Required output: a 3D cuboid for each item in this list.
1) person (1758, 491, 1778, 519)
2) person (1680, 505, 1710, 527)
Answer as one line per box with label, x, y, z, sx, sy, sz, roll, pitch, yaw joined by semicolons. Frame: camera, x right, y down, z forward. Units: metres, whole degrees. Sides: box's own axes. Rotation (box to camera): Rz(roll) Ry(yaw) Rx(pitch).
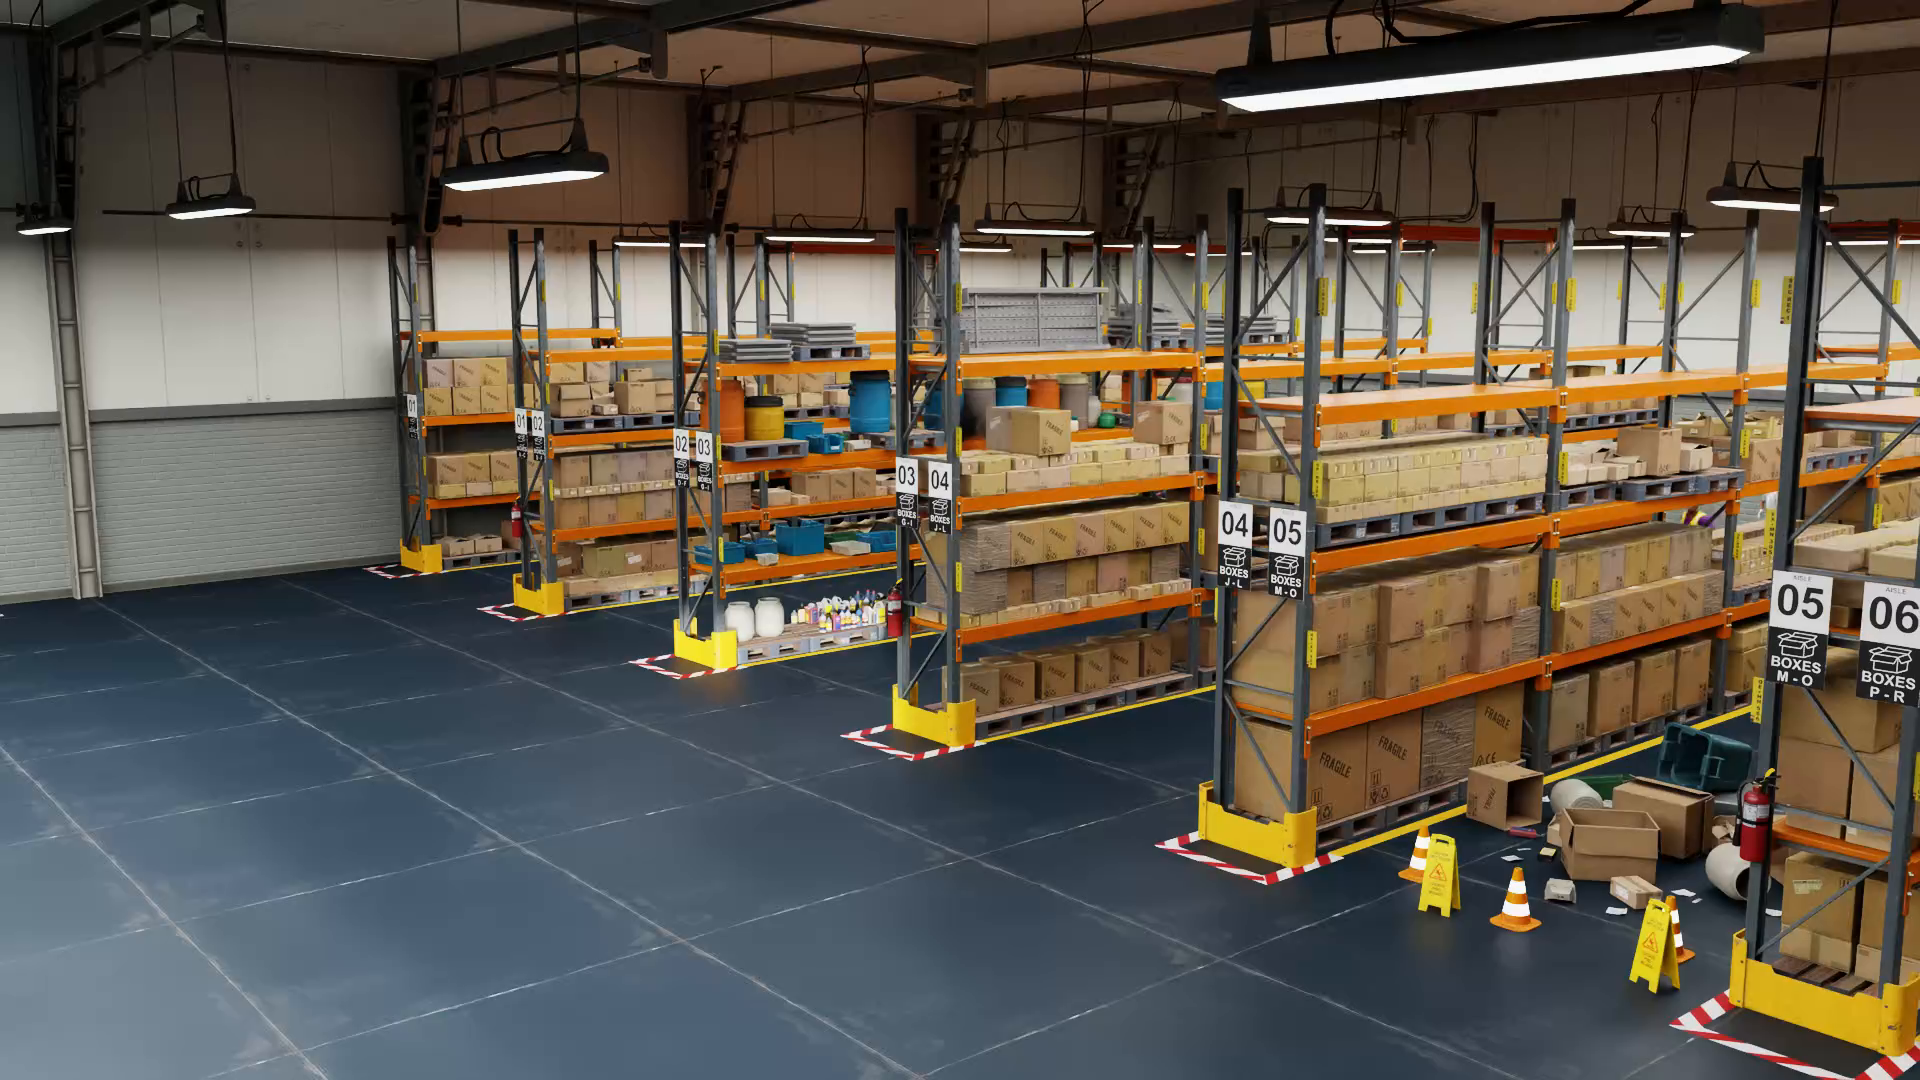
person;14.710;-0.347;29.932;1.102;1.751;0.727;-7;11;-37
person;12.002;0.118;27.291;0.804;1.711;0.684;-6;11;-34
